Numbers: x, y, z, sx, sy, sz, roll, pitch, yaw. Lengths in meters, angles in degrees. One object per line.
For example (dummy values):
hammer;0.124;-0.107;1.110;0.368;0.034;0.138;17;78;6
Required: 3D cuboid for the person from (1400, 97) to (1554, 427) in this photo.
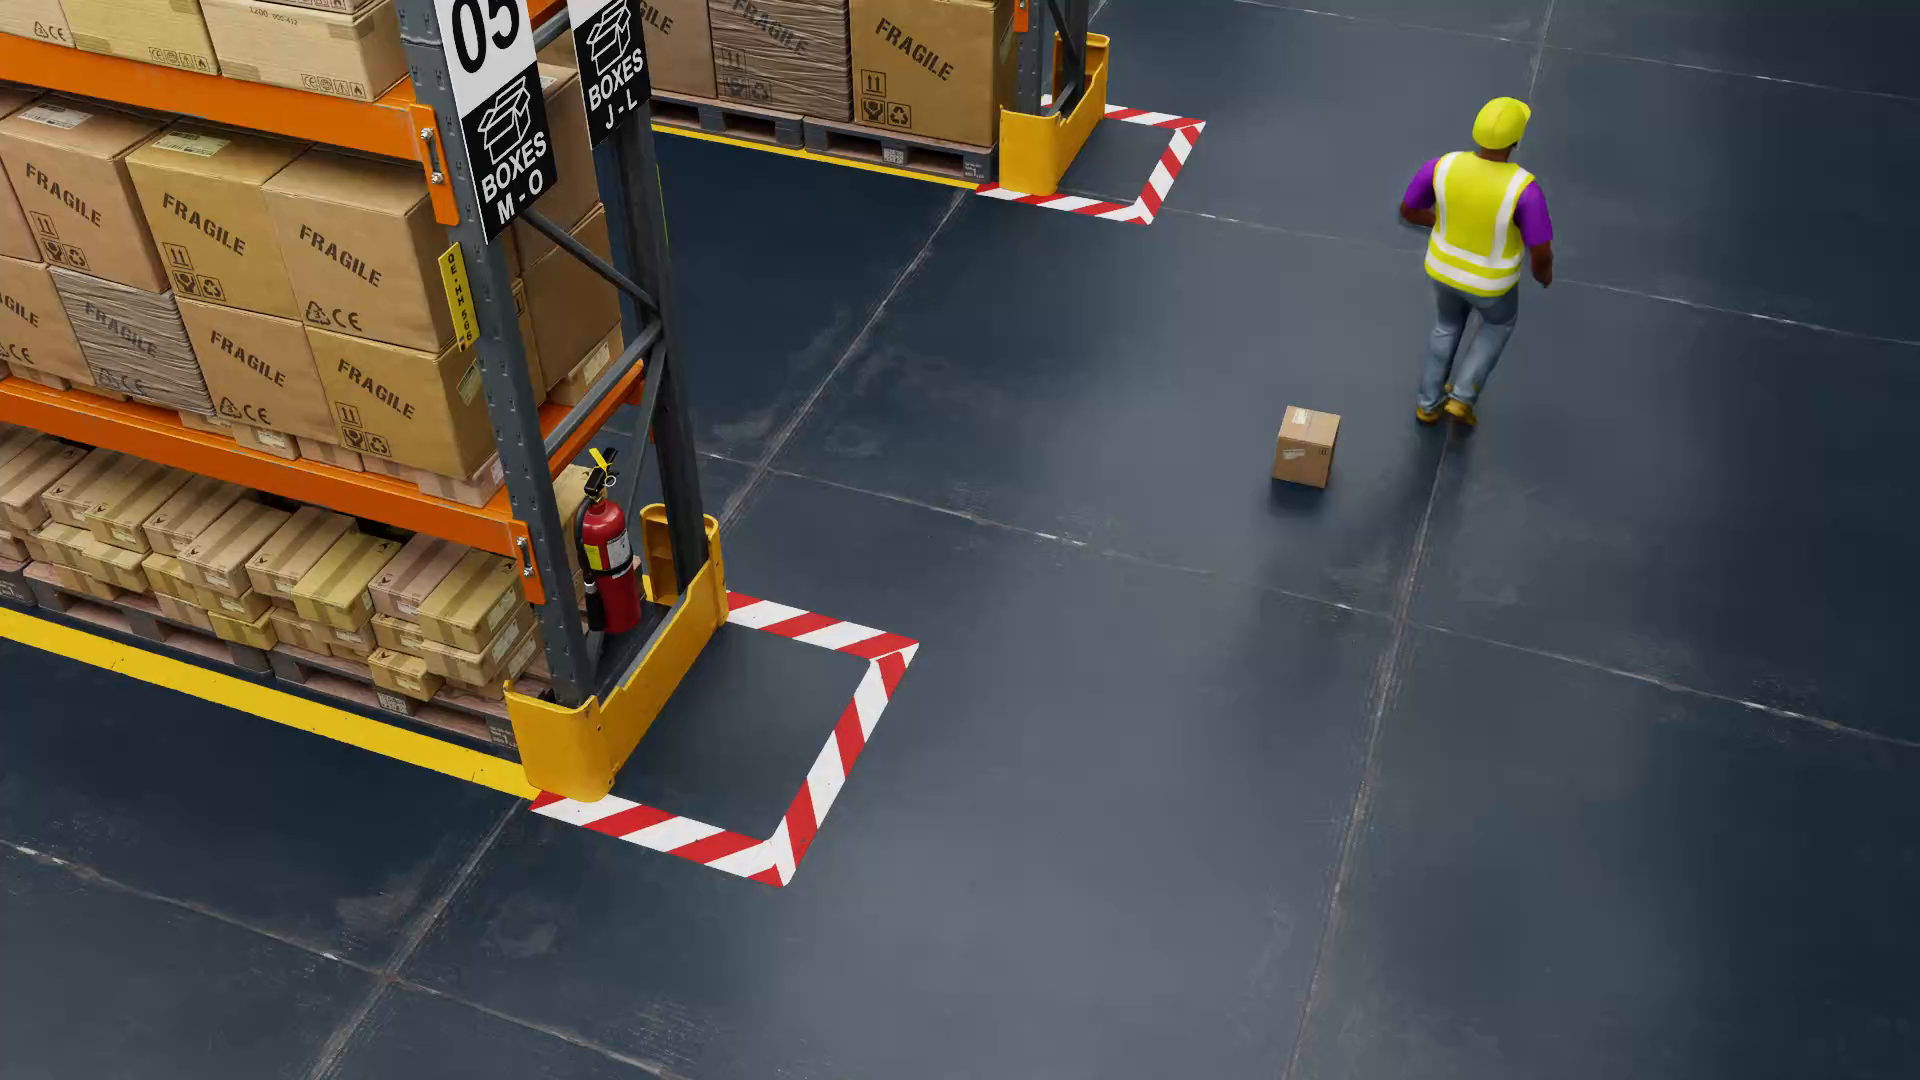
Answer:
person;2.362;-1.258;7.607;0.742;1.720;0.524;26;47;26
